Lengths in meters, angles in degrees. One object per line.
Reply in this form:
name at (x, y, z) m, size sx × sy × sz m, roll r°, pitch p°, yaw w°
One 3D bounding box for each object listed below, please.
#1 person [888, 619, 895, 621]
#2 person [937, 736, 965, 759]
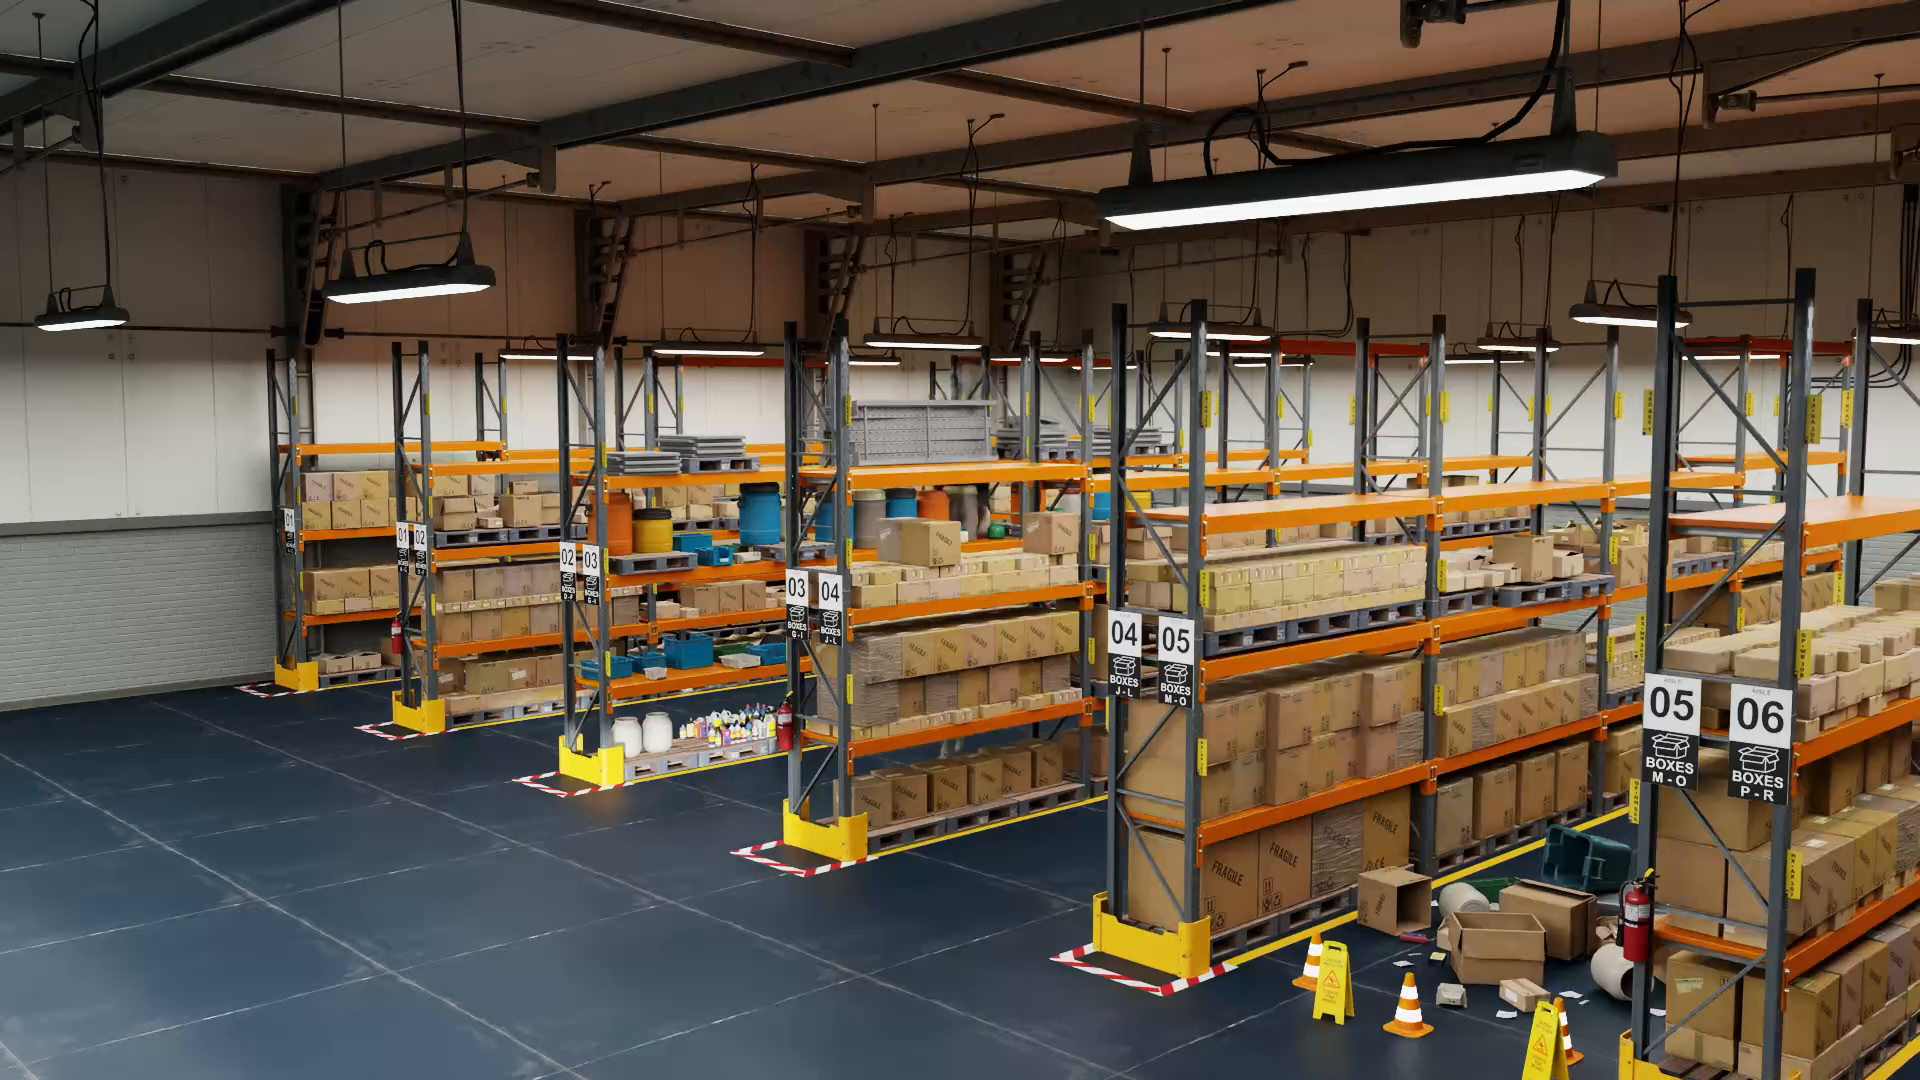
person at (-1.274, 1.619, 28.391) m, size 0.672 × 1.792 × 0.924 m, roll 5°, pitch 7°, yaw 45°
person at (-0.117, 2.159, 23.087) m, size 0.646 × 1.764 × 0.927 m, roll 3°, pitch 6°, yaw 30°
